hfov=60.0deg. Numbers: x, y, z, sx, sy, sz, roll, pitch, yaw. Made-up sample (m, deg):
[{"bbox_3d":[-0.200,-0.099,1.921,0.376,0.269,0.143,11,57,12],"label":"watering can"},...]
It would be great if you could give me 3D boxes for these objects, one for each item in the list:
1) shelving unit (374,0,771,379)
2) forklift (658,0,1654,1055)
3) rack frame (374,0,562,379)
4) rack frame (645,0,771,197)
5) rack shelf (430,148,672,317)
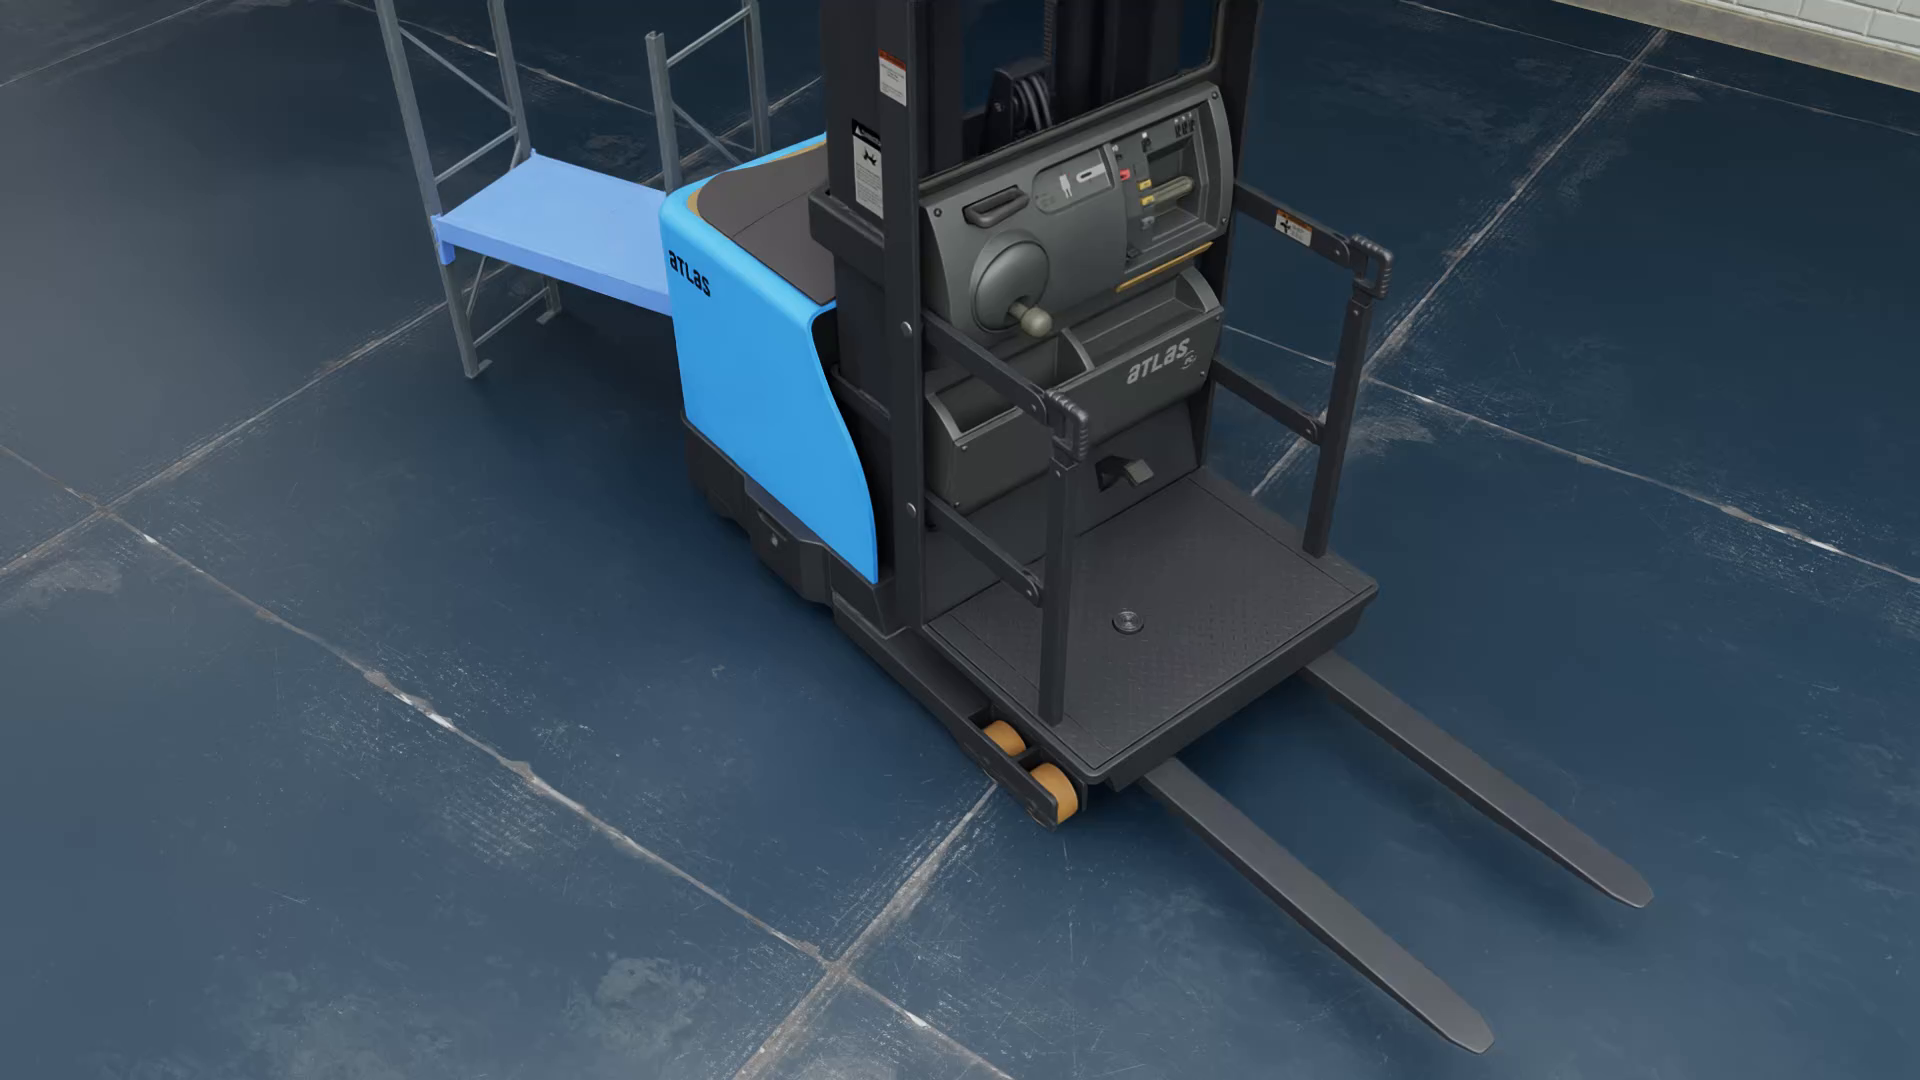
[{"bbox_3d":[-1.174,-1.119,5.375,1.048,1.500,0.538,20,46,21],"label":"shelving unit"},{"bbox_3d":[0.442,-0.717,3.853,1.130,2.935,3.031,-29,49,-28],"label":"forklift"},{"bbox_3d":[-1.620,-1.280,5.556,0.032,1.500,0.500,20,46,21],"label":"rack frame"},{"bbox_3d":[-0.727,-0.957,5.194,0.032,1.500,0.500,20,46,21],"label":"rack frame"},{"bbox_3d":[-1.174,-0.984,5.495,1.000,0.185,0.538,20,46,21],"label":"rack shelf"}]
